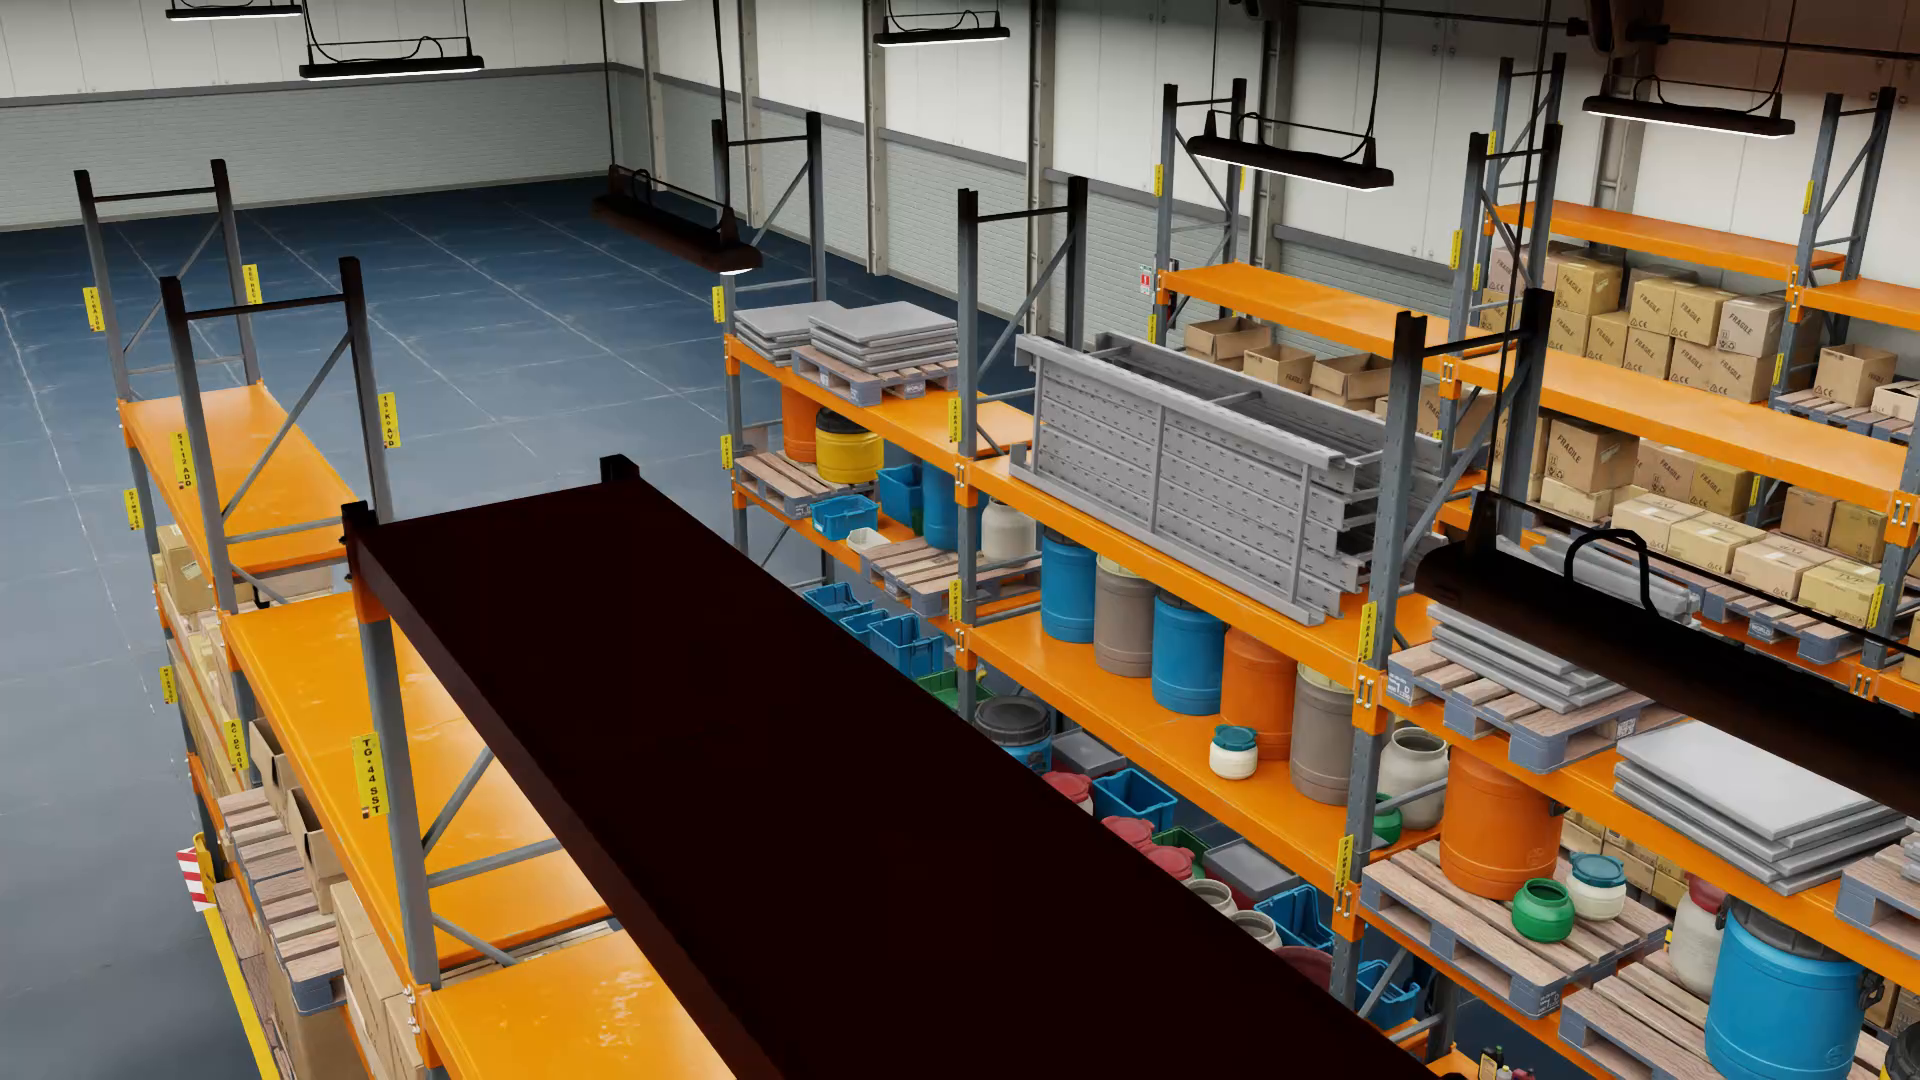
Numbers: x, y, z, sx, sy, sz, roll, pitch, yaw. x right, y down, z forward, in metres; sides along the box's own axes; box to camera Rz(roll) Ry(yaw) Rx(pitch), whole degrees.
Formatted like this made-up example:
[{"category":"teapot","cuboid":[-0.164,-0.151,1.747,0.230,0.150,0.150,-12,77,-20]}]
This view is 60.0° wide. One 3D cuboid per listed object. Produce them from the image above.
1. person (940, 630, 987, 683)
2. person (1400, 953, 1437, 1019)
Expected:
[{"category":"person","cuboid":[0.063,0.750,17.206,0.656,1.743,0.659,19,28,39]},{"category":"person","cuboid":[3.489,2.860,12.134,0.449,1.598,0.445,-3,22,-7]}]
